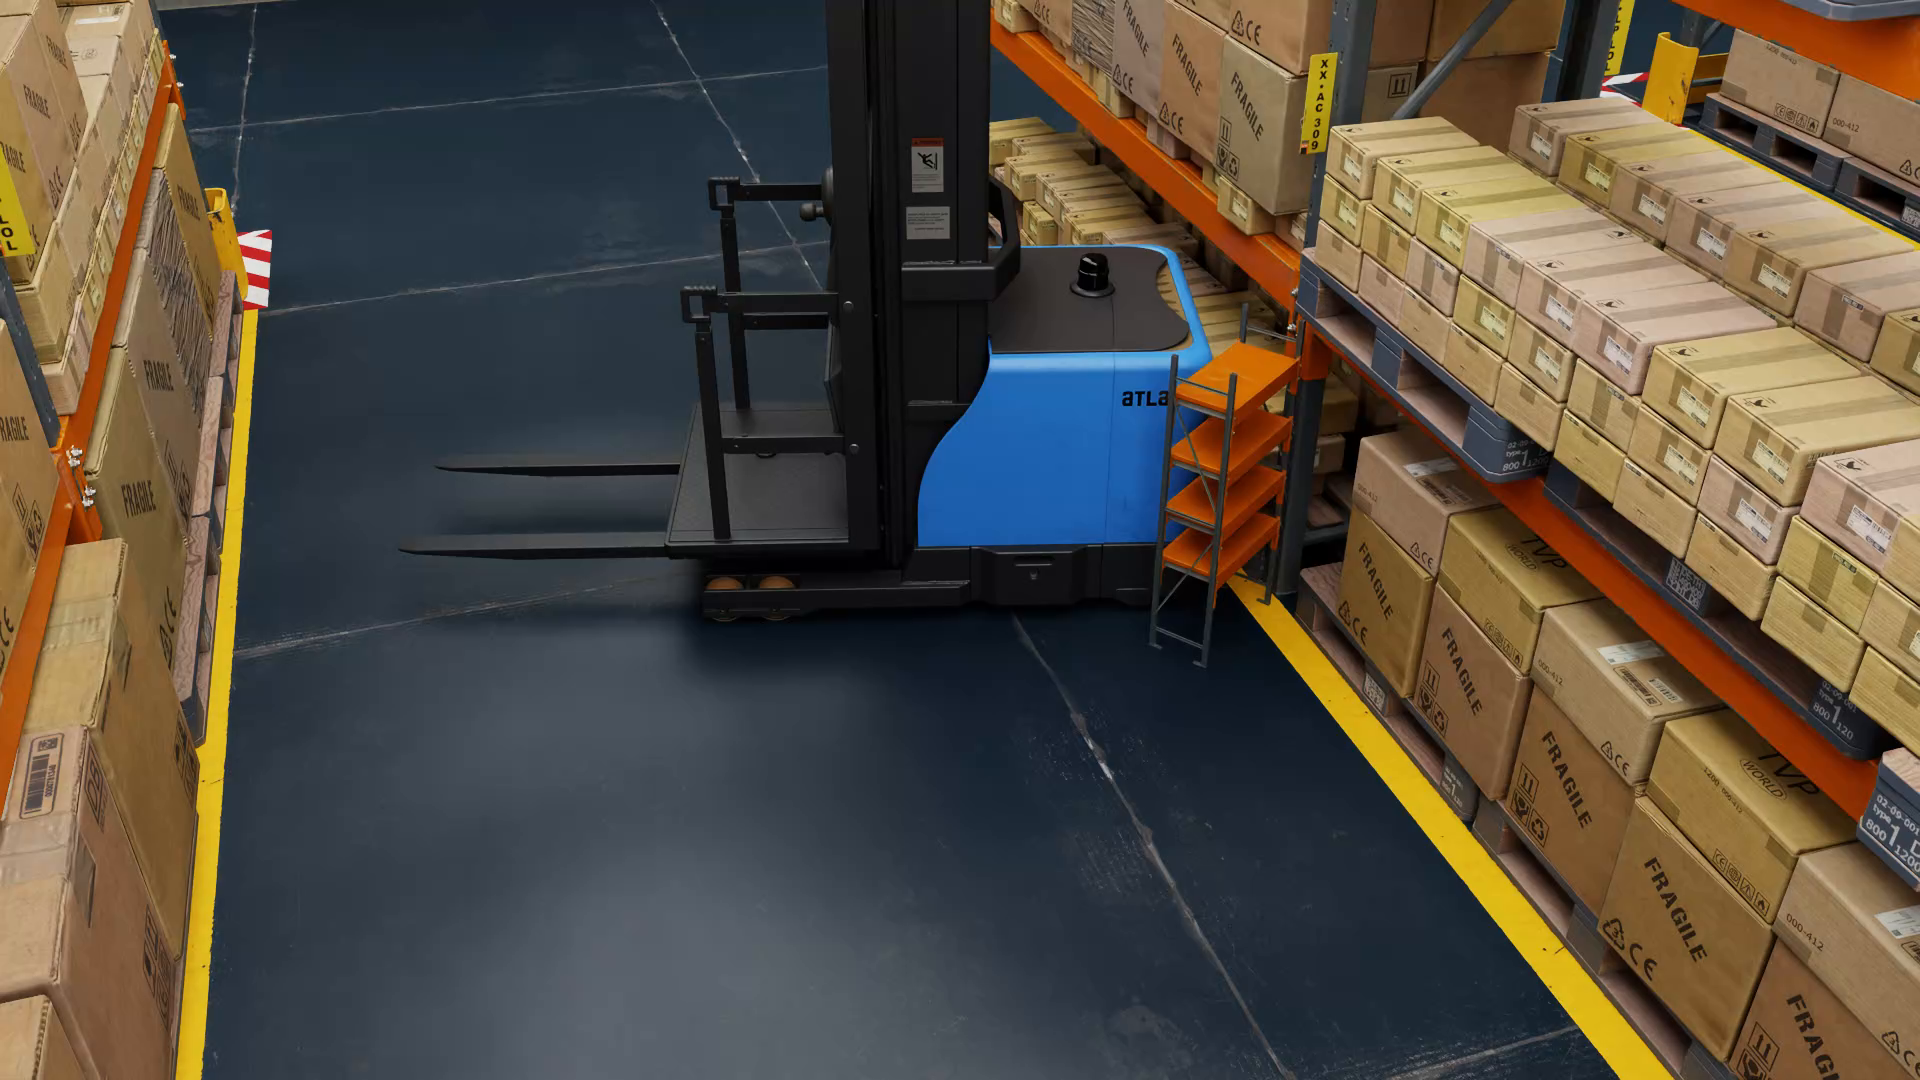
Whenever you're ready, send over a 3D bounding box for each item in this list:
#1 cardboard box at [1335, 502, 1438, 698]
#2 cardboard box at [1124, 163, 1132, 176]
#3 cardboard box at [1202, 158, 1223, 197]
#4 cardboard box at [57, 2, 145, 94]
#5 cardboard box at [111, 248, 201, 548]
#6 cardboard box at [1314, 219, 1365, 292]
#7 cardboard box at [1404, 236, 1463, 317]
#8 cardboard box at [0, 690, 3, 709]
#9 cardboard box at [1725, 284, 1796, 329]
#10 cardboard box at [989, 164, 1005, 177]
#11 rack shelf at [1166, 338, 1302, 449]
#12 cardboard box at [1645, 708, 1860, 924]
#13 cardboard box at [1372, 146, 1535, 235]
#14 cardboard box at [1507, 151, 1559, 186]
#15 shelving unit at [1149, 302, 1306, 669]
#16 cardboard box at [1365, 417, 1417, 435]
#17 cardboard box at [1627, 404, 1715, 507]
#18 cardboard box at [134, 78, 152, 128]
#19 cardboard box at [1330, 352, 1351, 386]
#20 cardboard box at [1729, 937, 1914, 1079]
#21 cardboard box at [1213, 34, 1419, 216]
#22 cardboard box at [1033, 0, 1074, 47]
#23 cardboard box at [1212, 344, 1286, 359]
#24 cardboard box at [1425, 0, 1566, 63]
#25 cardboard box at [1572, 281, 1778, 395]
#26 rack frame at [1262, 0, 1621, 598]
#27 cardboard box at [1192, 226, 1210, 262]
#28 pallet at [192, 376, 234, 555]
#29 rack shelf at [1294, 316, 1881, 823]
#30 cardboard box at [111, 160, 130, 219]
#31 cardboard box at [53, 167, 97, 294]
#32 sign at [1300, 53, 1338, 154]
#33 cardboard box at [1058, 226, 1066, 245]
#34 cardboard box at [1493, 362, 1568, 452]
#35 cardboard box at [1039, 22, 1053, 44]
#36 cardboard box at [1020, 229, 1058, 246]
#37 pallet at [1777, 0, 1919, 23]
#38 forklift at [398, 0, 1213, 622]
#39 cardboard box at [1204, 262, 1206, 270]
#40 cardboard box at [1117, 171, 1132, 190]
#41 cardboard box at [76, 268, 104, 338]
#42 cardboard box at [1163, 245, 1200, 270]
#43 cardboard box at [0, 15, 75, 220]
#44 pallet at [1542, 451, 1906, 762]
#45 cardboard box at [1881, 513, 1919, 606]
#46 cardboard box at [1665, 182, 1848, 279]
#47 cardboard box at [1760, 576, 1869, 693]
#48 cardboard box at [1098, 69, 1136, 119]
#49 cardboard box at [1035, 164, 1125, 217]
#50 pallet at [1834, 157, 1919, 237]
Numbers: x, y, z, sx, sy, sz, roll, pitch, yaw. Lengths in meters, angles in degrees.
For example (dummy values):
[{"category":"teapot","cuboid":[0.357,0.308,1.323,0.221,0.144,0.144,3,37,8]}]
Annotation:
[{"category":"cardboard box","cuboid":[1.649,0.157,5.678,0.500,0.500,0.500,-9,34,-13]},{"category":"cardboard box","cuboid":[1.081,-1.986,8.700,0.380,0.149,0.250,-11,35,-16]},{"category":"cardboard box","cuboid":[1.159,-1.417,6.401,0.380,0.149,0.250,-9,34,-13]},{"category":"cardboard box","cuboid":[-3.743,-2.048,6.994,0.500,0.250,0.500,-11,35,-16]},{"category":"cardboard box","cuboid":[-3.478,-0.484,6.307,0.875,0.875,0.875,-10,35,-15]},{"category":"cardboard box","cuboid":[1.359,-0.930,5.283,0.380,0.149,0.250,-12,35,-17]},{"category":"cardboard box","cuboid":[1.519,-0.783,4.791,0.380,0.149,0.250,-9,35,-14]},{"category":"cardboard box","cuboid":[-2.365,0.330,3.440,0.500,0.500,0.500,-10,35,-15]},{"category":"cardboard box","cuboid":[2.306,-0.614,4.535,0.380,0.149,0.250,-12,35,-17]},{"category":"cardboard box","cuboid":[0.372,-2.035,9.044,0.380,0.149,0.250,-9,34,-13]},{"category":"rack shelf","cuboid":[0.945,-0.511,5.722,0.258,0.148,0.480,22,39,30]},{"category":"cardboard box","cuboid":[2.134,0.664,4.231,0.500,0.250,0.500,-9,35,-14]},{"category":"cardboard box","cuboid":[1.450,-1.033,4.899,0.380,0.149,0.250,-9,35,-13]},{"category":"cardboard box","cuboid":[1.986,-1.162,5.365,0.380,0.149,0.250,-9,35,-13]},{"category":"shelving unit","cuboid":[0.945,-0.183,5.938,0.258,1.200,0.503,22,39,30]},{"category":"cardboard box","cuboid":[1.871,-0.498,6.717,0.380,0.149,0.250,-8,34,-13]},{"category":"cardboard box","cuboid":[1.838,-0.233,3.959,0.380,0.149,0.250,-11,35,-16]},{"category":"cardboard box","cuboid":[-3.644,-1.826,7.021,0.380,0.149,0.250,-9,35,-14]},{"category":"cardboard box","cuboid":[1.741,-0.748,6.826,0.380,0.149,0.250,-8,34,-12]},{"category":"cardboard box","cuboid":[2.292,1.250,4.025,0.500,0.500,0.500,-9,34,-13]},{"category":"cardboard box","cuboid":[1.260,-1.516,5.962,0.500,0.500,0.500,-10,35,-15]},{"category":"cardboard box","cuboid":[0.655,-2.591,7.590,0.500,0.500,0.500,-10,35,-14]},{"category":"cardboard box","cuboid":[1.204,-0.648,6.675,0.380,0.149,0.250,-10,35,-14]},{"category":"cardboard box","cuboid":[1.771,-2.004,5.795,0.500,0.500,0.500,-9,35,-14]},{"category":"cardboard box","cuboid":[1.754,-0.499,4.092,0.380,0.149,0.250,-9,34,-13]},{"category":"rack frame","cuboid":[1.676,-1.143,5.760,1.000,3.000,0.127,-10,35,-15]},{"category":"cardboard box","cuboid":[1.316,-1.418,7.840,0.380,0.149,0.250,-10,35,-14]},{"category":"pallet","cuboid":[-3.611,-0.253,6.942,1.003,0.211,1.213,-10,35,-15]},{"category":"rack shelf","cuboid":[2.287,0.207,4.369,1.077,0.370,4.000,-10,35,-15]},{"category":"cardboard box","cuboid":[-3.328,-1.287,6.205,0.380,0.149,0.250,-11,35,-16]},{"category":"cardboard box","cuboid":[-3.119,-0.977,5.373,0.500,0.250,0.500,-10,35,-15]},{"category":"sign","cuboid":[1.162,-1.409,5.377,0.100,0.325,0.005,-10,35,-15]},{"category":"cardboard box","cuboid":[0.707,-1.492,8.222,0.380,0.149,0.250,-12,35,-17]},{"category":"cardboard box","cuboid":[1.675,-0.388,4.463,0.380,0.149,0.250,-12,35,-17]},{"category":"cardboard box","cuboid":[0.601,-2.524,8.076,0.380,0.149,0.250,-8,34,-13]},{"category":"cardboard box","cuboid":[0.525,-1.495,8.496,0.380,0.149,0.250,-10,35,-14]},{"category":"pallet","cuboid":[2.083,-1.431,3.644,1.213,0.211,1.003,-10,35,-15]},{"category":"forklift","cuboid":[-0.625,-1.212,5.925,3.031,2.935,1.130,-1,33,-2]},{"category":"cardboard box","cuboid":[1.391,-1.304,7.938,0.380,0.149,0.250,-10,35,-14]},{"category":"cardboard box","cuboid":[1.049,-1.852,8.767,0.380,0.149,0.250,-11,35,-17]},{"category":"cardboard box","cuboid":[-3.013,-0.745,5.384,0.380,0.149,0.250,-9,34,-13]},{"category":"cardboard box","cuboid":[0.852,-1.193,7.500,0.380,0.149,0.250,-11,35,-16]},{"category":"cardboard box","cuboid":[-3.123,-1.291,5.169,0.500,0.500,0.500,-10,35,-15]},{"category":"pallet","cuboid":[2.254,0.004,4.197,1.003,0.211,1.213,-10,35,-15]},{"category":"cardboard box","cuboid":[2.071,0.048,3.263,0.380,0.149,0.250,-9,35,-13]},{"category":"cardboard box","cuboid":[2.225,-0.869,4.652,0.380,0.149,0.250,-10,35,-15]},{"category":"cardboard box","cuboid":[1.999,0.166,3.624,0.380,0.149,0.250,-12,35,-17]},{"category":"cardboard box","cuboid":[0.821,-1.958,7.220,0.380,0.149,0.250,-9,35,-14]},{"category":"cardboard box","cuboid":[0.601,-1.751,8.344,0.380,0.149,0.250,-12,35,-17]},{"category":"pallet","cuboid":[5.827,-1.920,9.464,1.003,0.211,1.213,-10,35,-15]}]
